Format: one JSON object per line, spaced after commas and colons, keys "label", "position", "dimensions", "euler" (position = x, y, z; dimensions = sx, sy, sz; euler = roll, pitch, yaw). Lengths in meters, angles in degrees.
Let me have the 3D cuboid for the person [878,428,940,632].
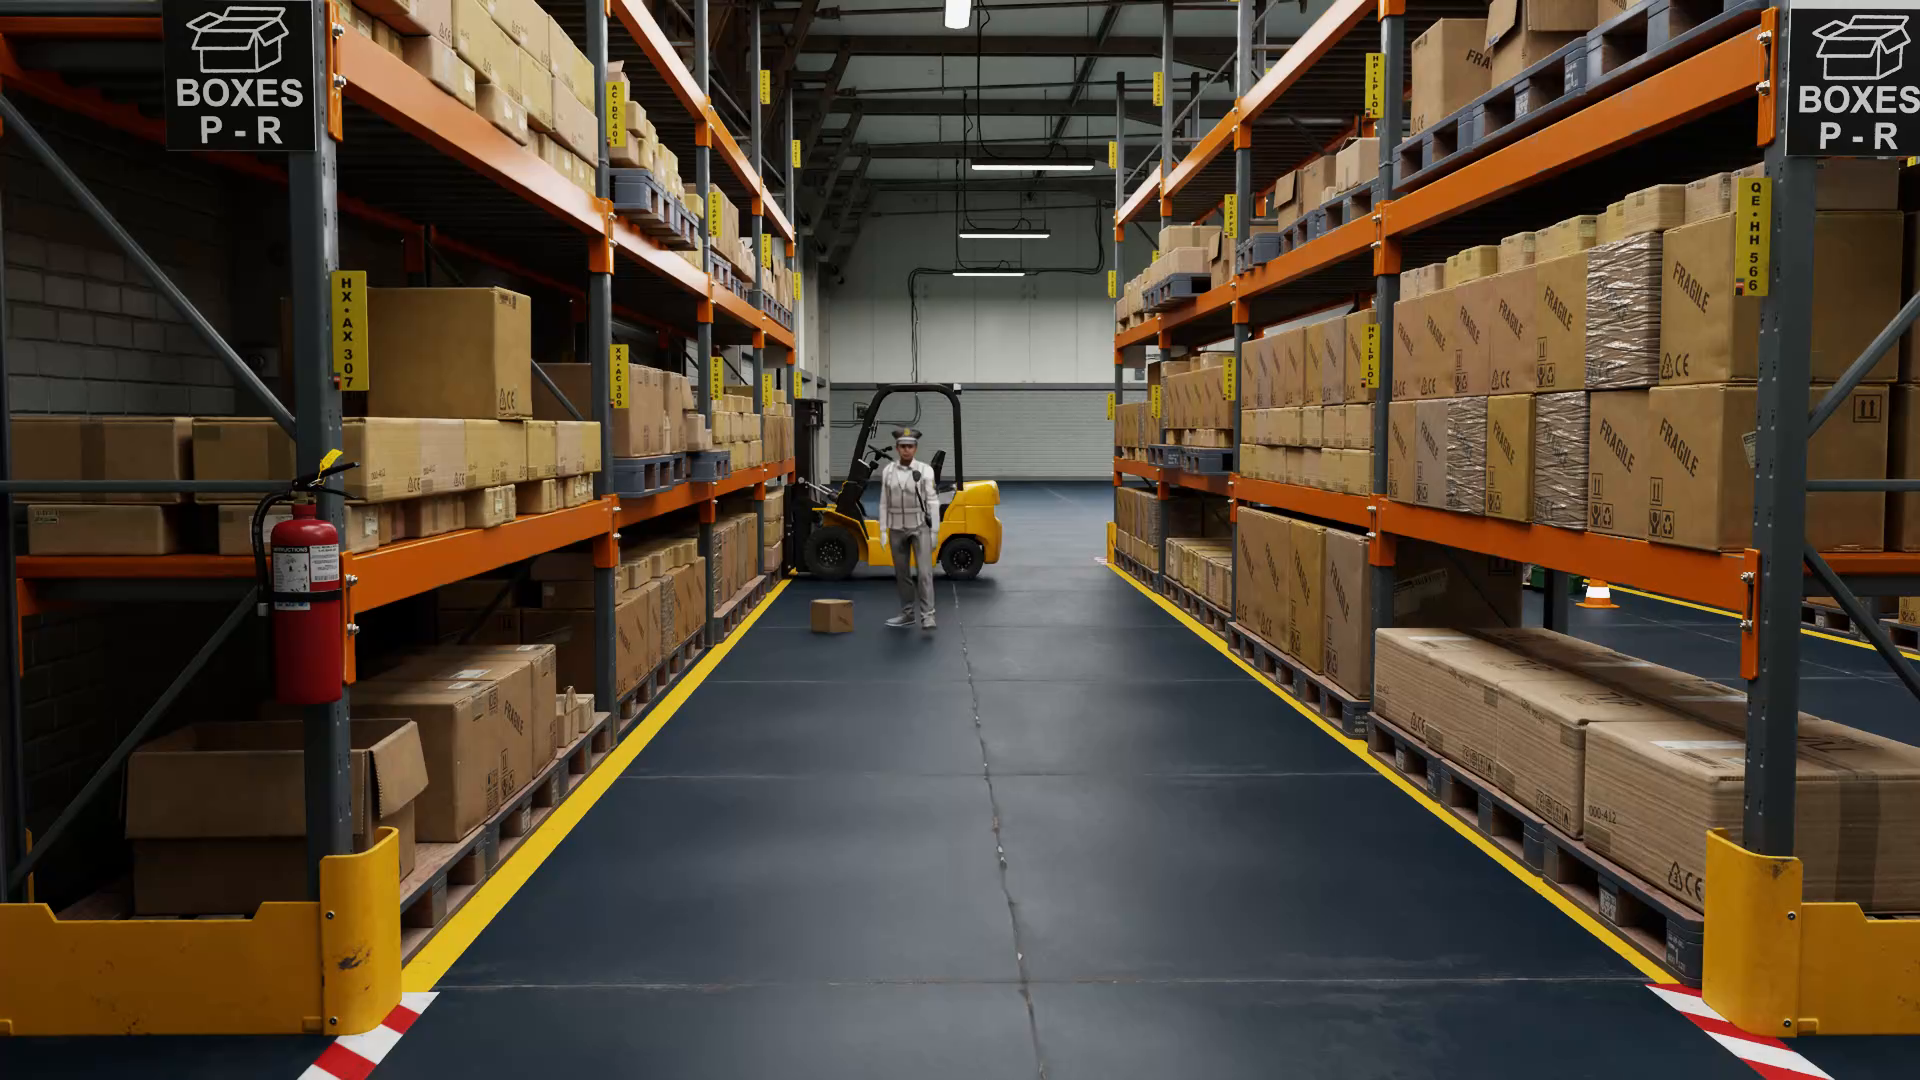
{"label": "person", "position": [-0.389, -0.082, 13.440], "dimensions": [0.625, 1.646, 0.825], "euler": [1, 4, 17]}
